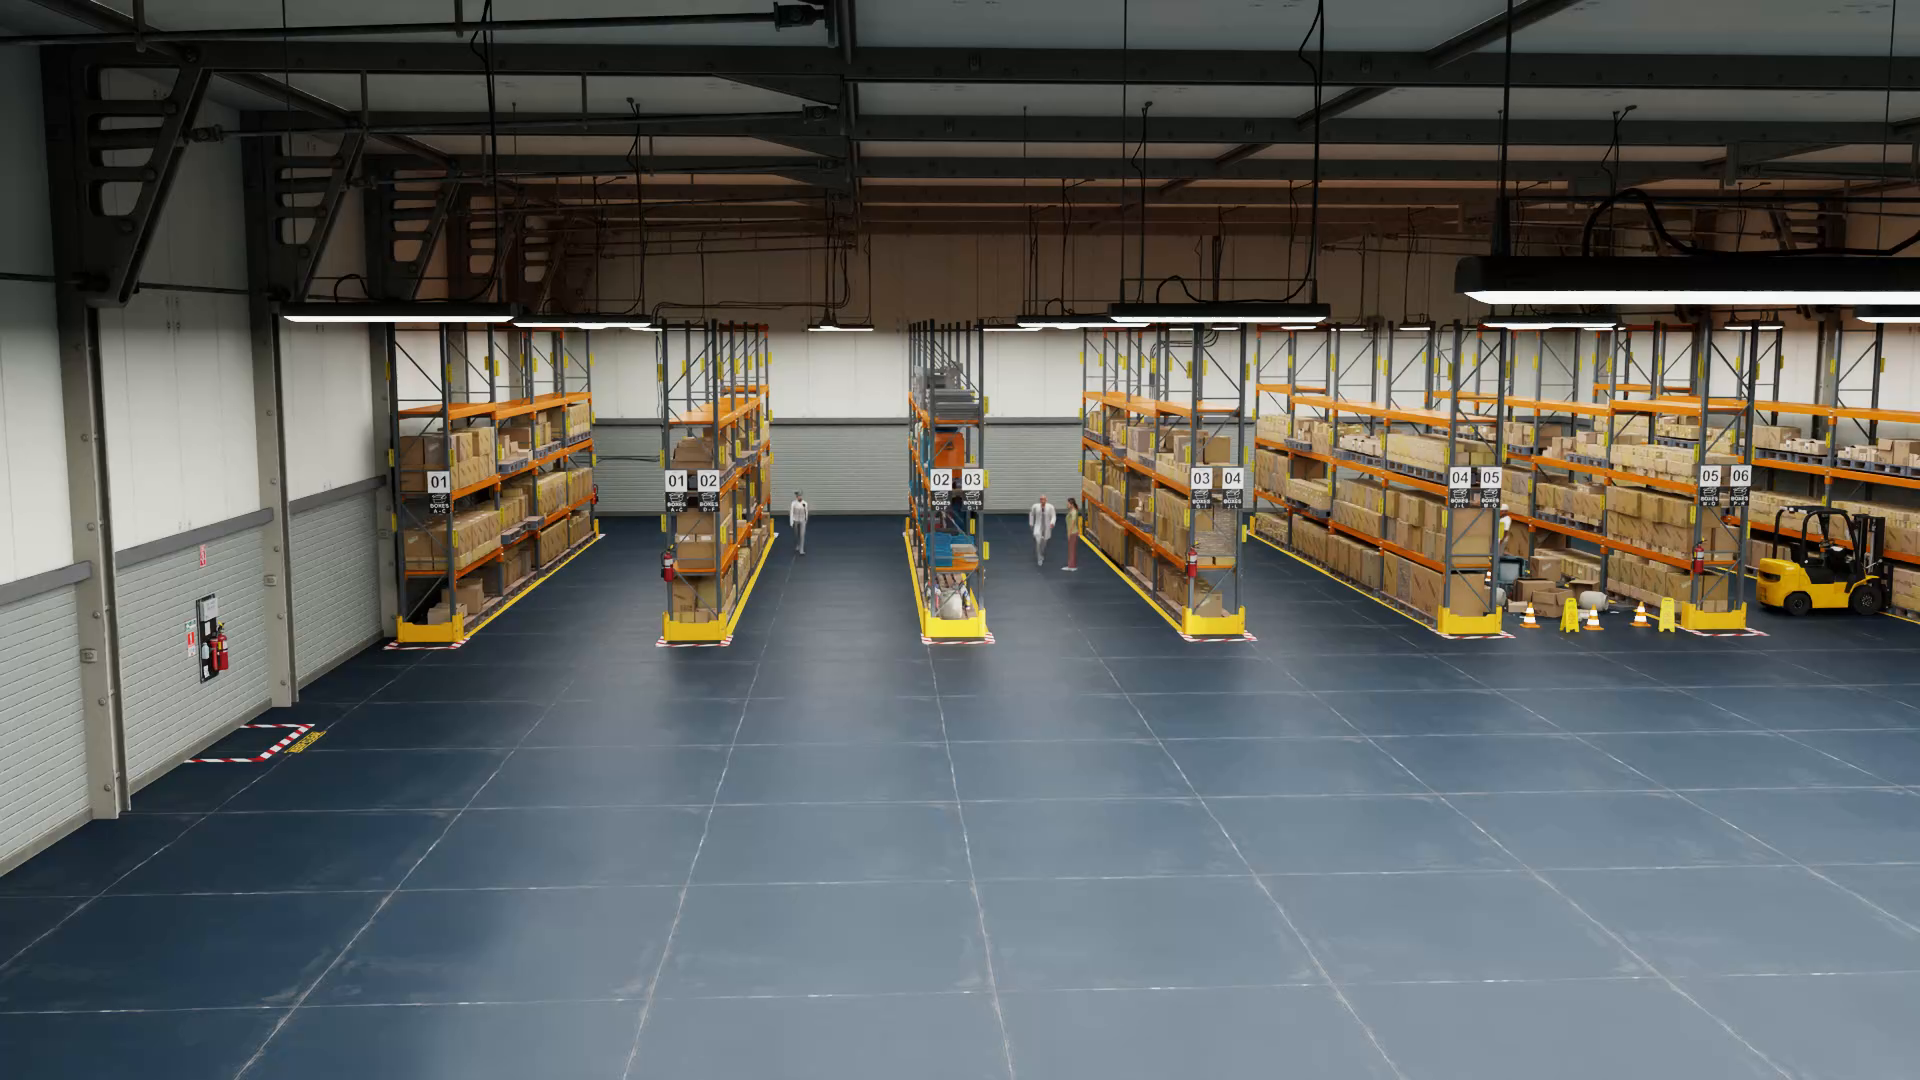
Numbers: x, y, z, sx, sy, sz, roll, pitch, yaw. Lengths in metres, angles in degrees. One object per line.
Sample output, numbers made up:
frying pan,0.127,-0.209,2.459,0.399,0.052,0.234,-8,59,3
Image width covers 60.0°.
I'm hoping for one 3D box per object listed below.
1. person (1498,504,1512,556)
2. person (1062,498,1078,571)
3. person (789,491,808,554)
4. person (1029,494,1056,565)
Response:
person,12.656,0.055,38.943,0.496,1.810,0.614,3,8,25
person,2.533,-0.130,38.204,0.380,1.684,0.457,0,7,1
person,-4.235,-0.488,43.697,0.483,1.634,0.935,0,7,-1
person,2.087,-0.255,41.787,0.640,1.811,0.935,-1,7,-5
